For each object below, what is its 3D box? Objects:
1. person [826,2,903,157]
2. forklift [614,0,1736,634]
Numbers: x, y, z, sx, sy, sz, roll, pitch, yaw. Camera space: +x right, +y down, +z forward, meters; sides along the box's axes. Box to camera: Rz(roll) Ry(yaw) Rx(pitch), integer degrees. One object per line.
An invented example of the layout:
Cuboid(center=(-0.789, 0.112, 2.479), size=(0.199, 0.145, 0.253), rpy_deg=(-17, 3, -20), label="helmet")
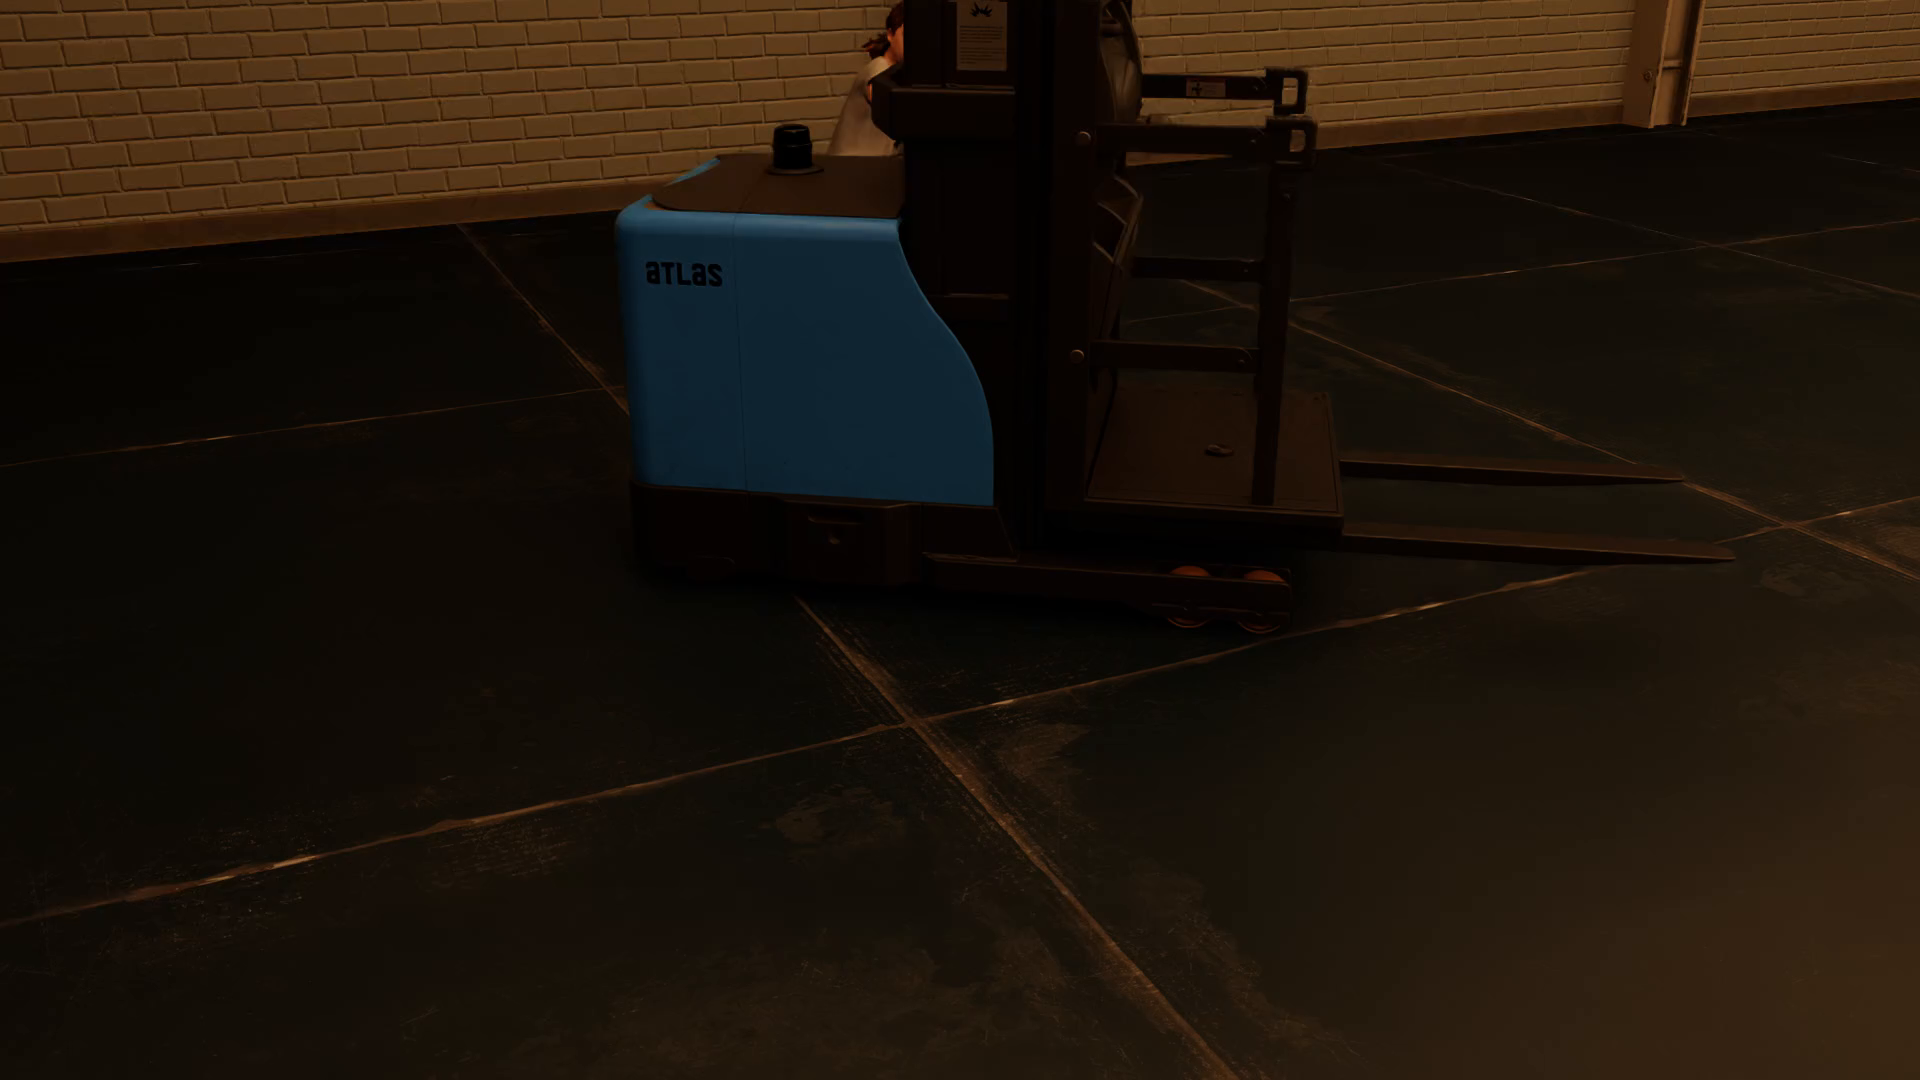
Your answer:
Cuboid(center=(-0.127, -1.516, 6.965), size=(1.011, 1.397, 0.698), rpy_deg=(-9, 24, -21), label="person")
Cuboid(center=(0.621, -1.321, 4.466), size=(3.031, 2.935, 1.130), rpy_deg=(4, 23, 9), label="forklift")
